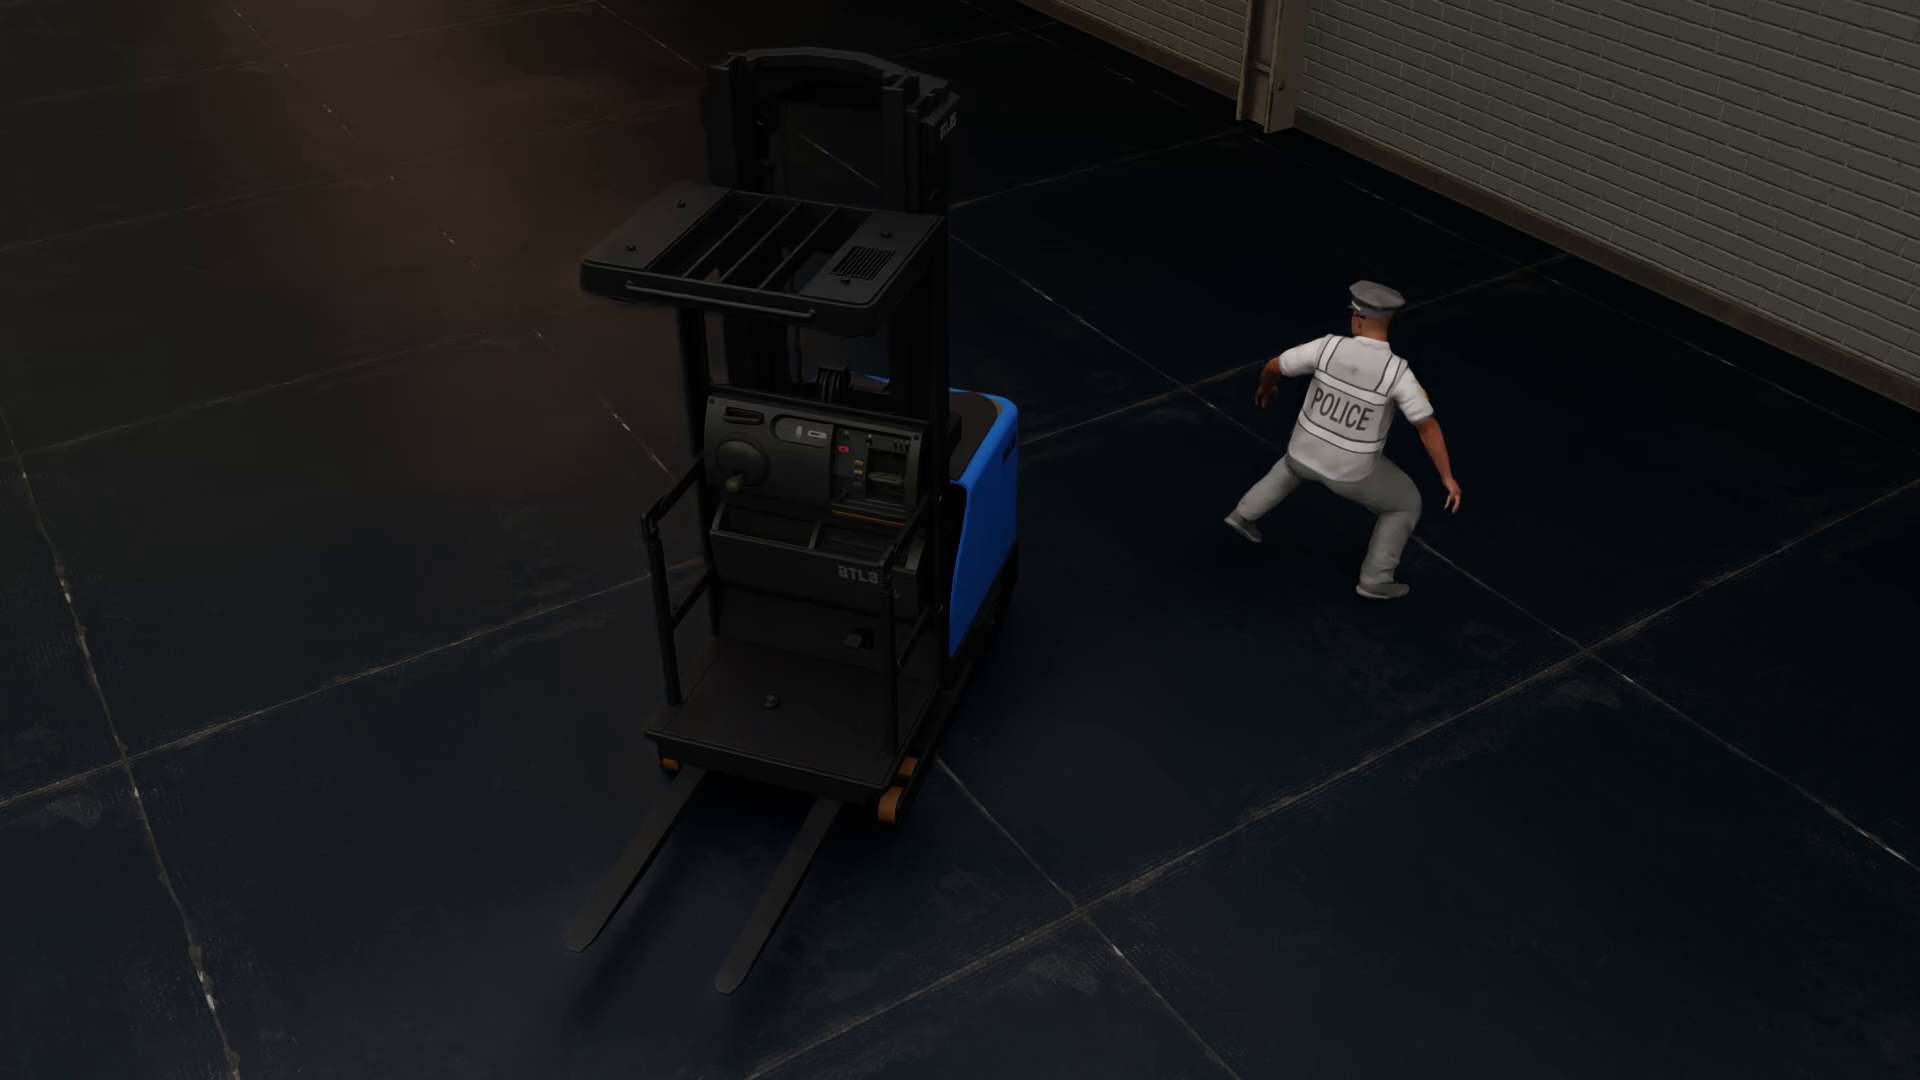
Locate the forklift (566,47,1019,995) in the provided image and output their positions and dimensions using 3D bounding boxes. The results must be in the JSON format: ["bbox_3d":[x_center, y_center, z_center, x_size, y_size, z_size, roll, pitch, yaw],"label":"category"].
[{"bbox_3d":[-0.663,-0.268,6.530,1.130,2.935,3.031,11,37,15],"label":"forklift"}]

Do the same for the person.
[{"bbox_3d":[1.886,-0.435,7.978,1.141,1.641,0.508,26,42,32],"label":"person"}]
